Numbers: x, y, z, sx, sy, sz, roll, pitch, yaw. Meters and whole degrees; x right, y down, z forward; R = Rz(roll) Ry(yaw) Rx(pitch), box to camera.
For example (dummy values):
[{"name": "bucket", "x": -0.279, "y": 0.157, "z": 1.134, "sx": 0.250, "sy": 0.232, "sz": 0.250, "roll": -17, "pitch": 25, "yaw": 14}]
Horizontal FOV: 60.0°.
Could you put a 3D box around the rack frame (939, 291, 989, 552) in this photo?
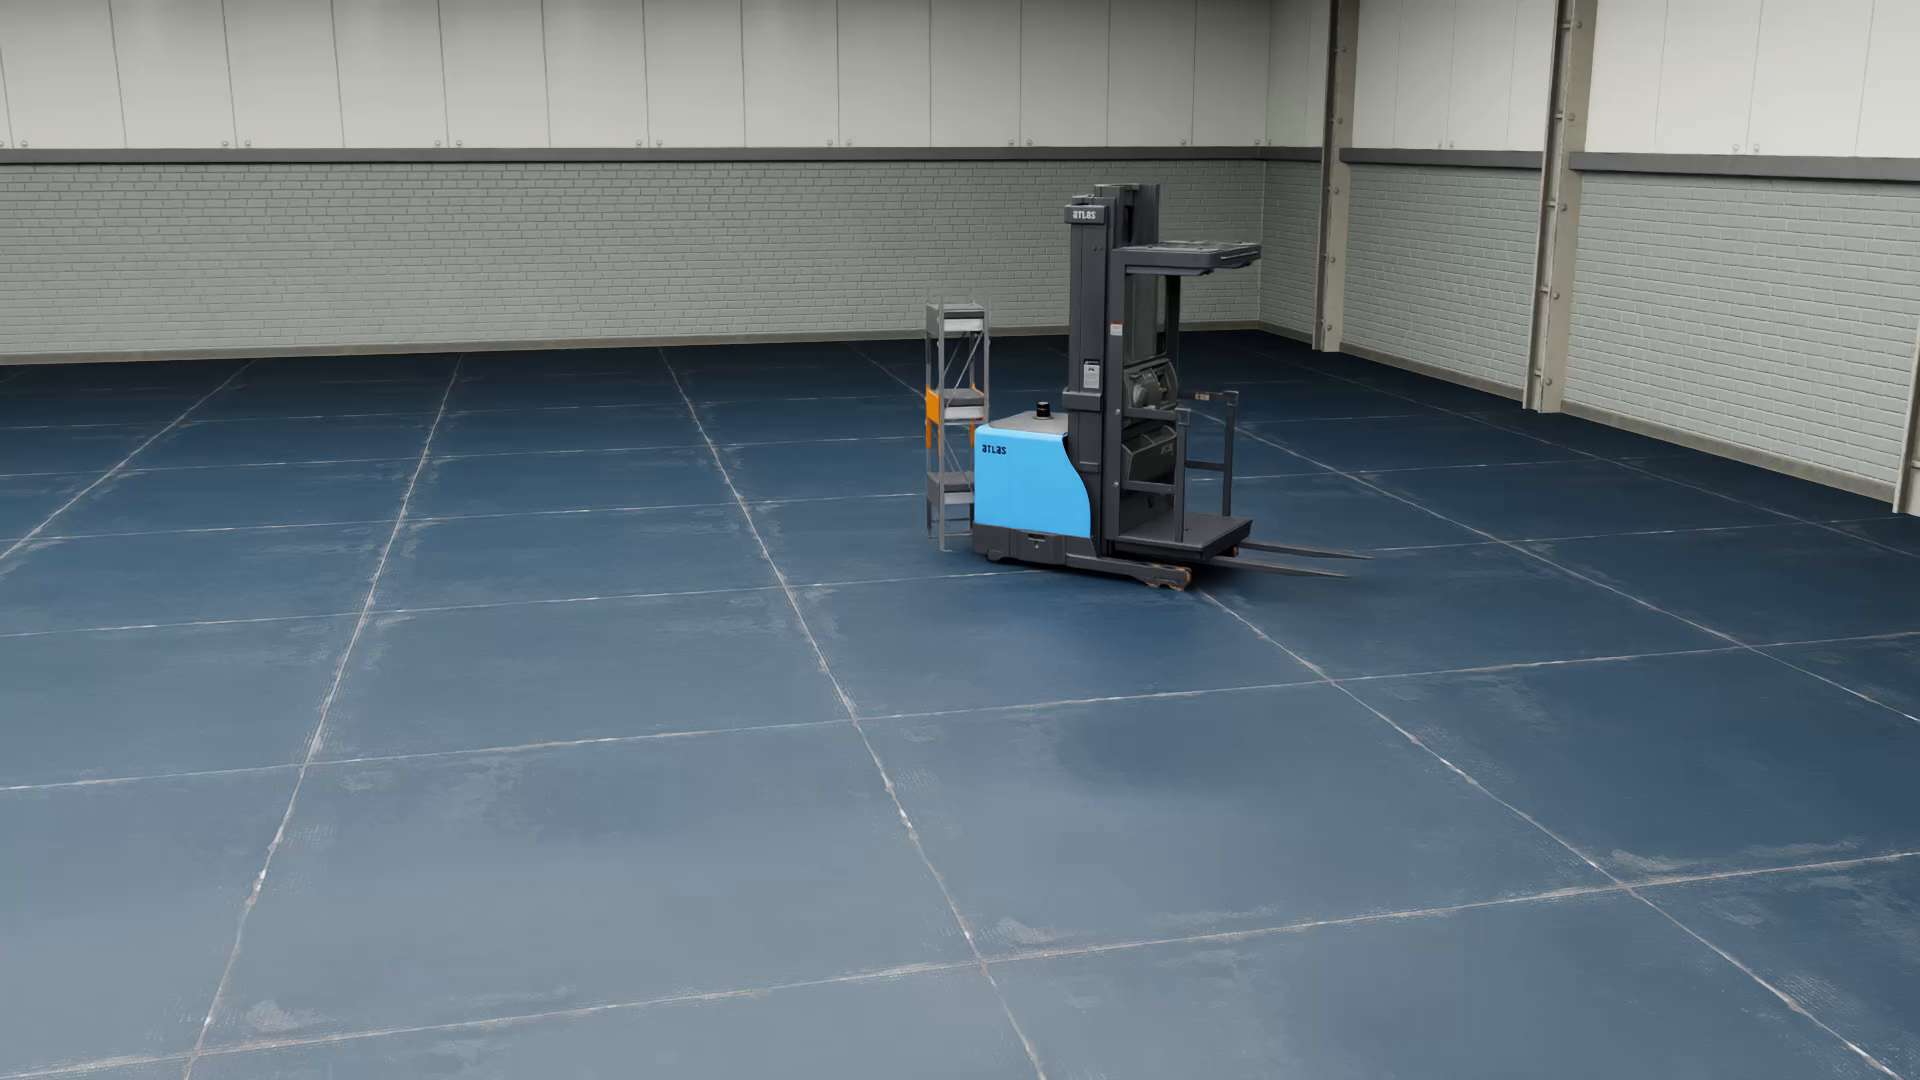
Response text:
[{"name": "rack frame", "x": 0.033, "y": -0.934, "z": 13.327, "sx": 0.400, "sy": 2.100, "sz": 0.015, "roll": -3, "pitch": 14, "yaw": -13}]

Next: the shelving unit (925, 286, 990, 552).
[{"name": "shelving unit", "x": -0.023, "y": -0.991, "z": 13.558, "sx": 0.431, "sy": 2.100, "sz": 0.503, "roll": -3, "pitch": 14, "yaw": -13}]

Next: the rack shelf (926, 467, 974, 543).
[{"name": "rack shelf", "x": -0.023, "y": -0.297, "z": 13.727, "sx": 0.431, "sy": 0.518, "sz": 0.480, "roll": -3, "pitch": 14, "yaw": -13}]

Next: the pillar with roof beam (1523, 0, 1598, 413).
[{"name": "pillar with roof beam", "x": 2.987, "y": -5.732, "z": 18.429, "sx": 9.100, "sy": 9.000, "sz": 0.400, "roll": -3, "pitch": 14, "yaw": -13}]

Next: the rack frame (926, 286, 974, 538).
[{"name": "rack frame", "x": -0.079, "y": -1.047, "z": 13.789, "sx": 0.400, "sy": 2.100, "sz": 0.015, "roll": -3, "pitch": 14, "yaw": -13}]

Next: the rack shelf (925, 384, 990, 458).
[{"name": "rack shelf", "x": -0.023, "y": -0.977, "z": 13.561, "sx": 0.431, "sy": 0.518, "sz": 0.480, "roll": -3, "pitch": 14, "yaw": -13}]

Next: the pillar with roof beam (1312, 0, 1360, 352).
[{"name": "pillar with roof beam", "x": 1.578, "y": -7.116, "z": 24.094, "sx": 9.100, "sy": 9.000, "sz": 0.400, "roll": -3, "pitch": 14, "yaw": -13}]

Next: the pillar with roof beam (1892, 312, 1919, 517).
[{"name": "pillar with roof beam", "x": 4.396, "y": -4.348, "z": 12.763, "sx": 9.100, "sy": 9.000, "sz": 0.400, "roll": -3, "pitch": 14, "yaw": -13}]

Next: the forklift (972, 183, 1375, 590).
[{"name": "forklift", "x": 1.636, "y": -1.192, "z": 12.630, "sx": 3.031, "sy": 2.935, "sz": 1.130, "roll": 8, "pitch": 16, "yaw": 29}]

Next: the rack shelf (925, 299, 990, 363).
[{"name": "rack shelf", "x": -0.023, "y": -1.657, "z": 13.395, "sx": 0.431, "sy": 0.518, "sz": 0.480, "roll": -3, "pitch": 14, "yaw": -13}]
